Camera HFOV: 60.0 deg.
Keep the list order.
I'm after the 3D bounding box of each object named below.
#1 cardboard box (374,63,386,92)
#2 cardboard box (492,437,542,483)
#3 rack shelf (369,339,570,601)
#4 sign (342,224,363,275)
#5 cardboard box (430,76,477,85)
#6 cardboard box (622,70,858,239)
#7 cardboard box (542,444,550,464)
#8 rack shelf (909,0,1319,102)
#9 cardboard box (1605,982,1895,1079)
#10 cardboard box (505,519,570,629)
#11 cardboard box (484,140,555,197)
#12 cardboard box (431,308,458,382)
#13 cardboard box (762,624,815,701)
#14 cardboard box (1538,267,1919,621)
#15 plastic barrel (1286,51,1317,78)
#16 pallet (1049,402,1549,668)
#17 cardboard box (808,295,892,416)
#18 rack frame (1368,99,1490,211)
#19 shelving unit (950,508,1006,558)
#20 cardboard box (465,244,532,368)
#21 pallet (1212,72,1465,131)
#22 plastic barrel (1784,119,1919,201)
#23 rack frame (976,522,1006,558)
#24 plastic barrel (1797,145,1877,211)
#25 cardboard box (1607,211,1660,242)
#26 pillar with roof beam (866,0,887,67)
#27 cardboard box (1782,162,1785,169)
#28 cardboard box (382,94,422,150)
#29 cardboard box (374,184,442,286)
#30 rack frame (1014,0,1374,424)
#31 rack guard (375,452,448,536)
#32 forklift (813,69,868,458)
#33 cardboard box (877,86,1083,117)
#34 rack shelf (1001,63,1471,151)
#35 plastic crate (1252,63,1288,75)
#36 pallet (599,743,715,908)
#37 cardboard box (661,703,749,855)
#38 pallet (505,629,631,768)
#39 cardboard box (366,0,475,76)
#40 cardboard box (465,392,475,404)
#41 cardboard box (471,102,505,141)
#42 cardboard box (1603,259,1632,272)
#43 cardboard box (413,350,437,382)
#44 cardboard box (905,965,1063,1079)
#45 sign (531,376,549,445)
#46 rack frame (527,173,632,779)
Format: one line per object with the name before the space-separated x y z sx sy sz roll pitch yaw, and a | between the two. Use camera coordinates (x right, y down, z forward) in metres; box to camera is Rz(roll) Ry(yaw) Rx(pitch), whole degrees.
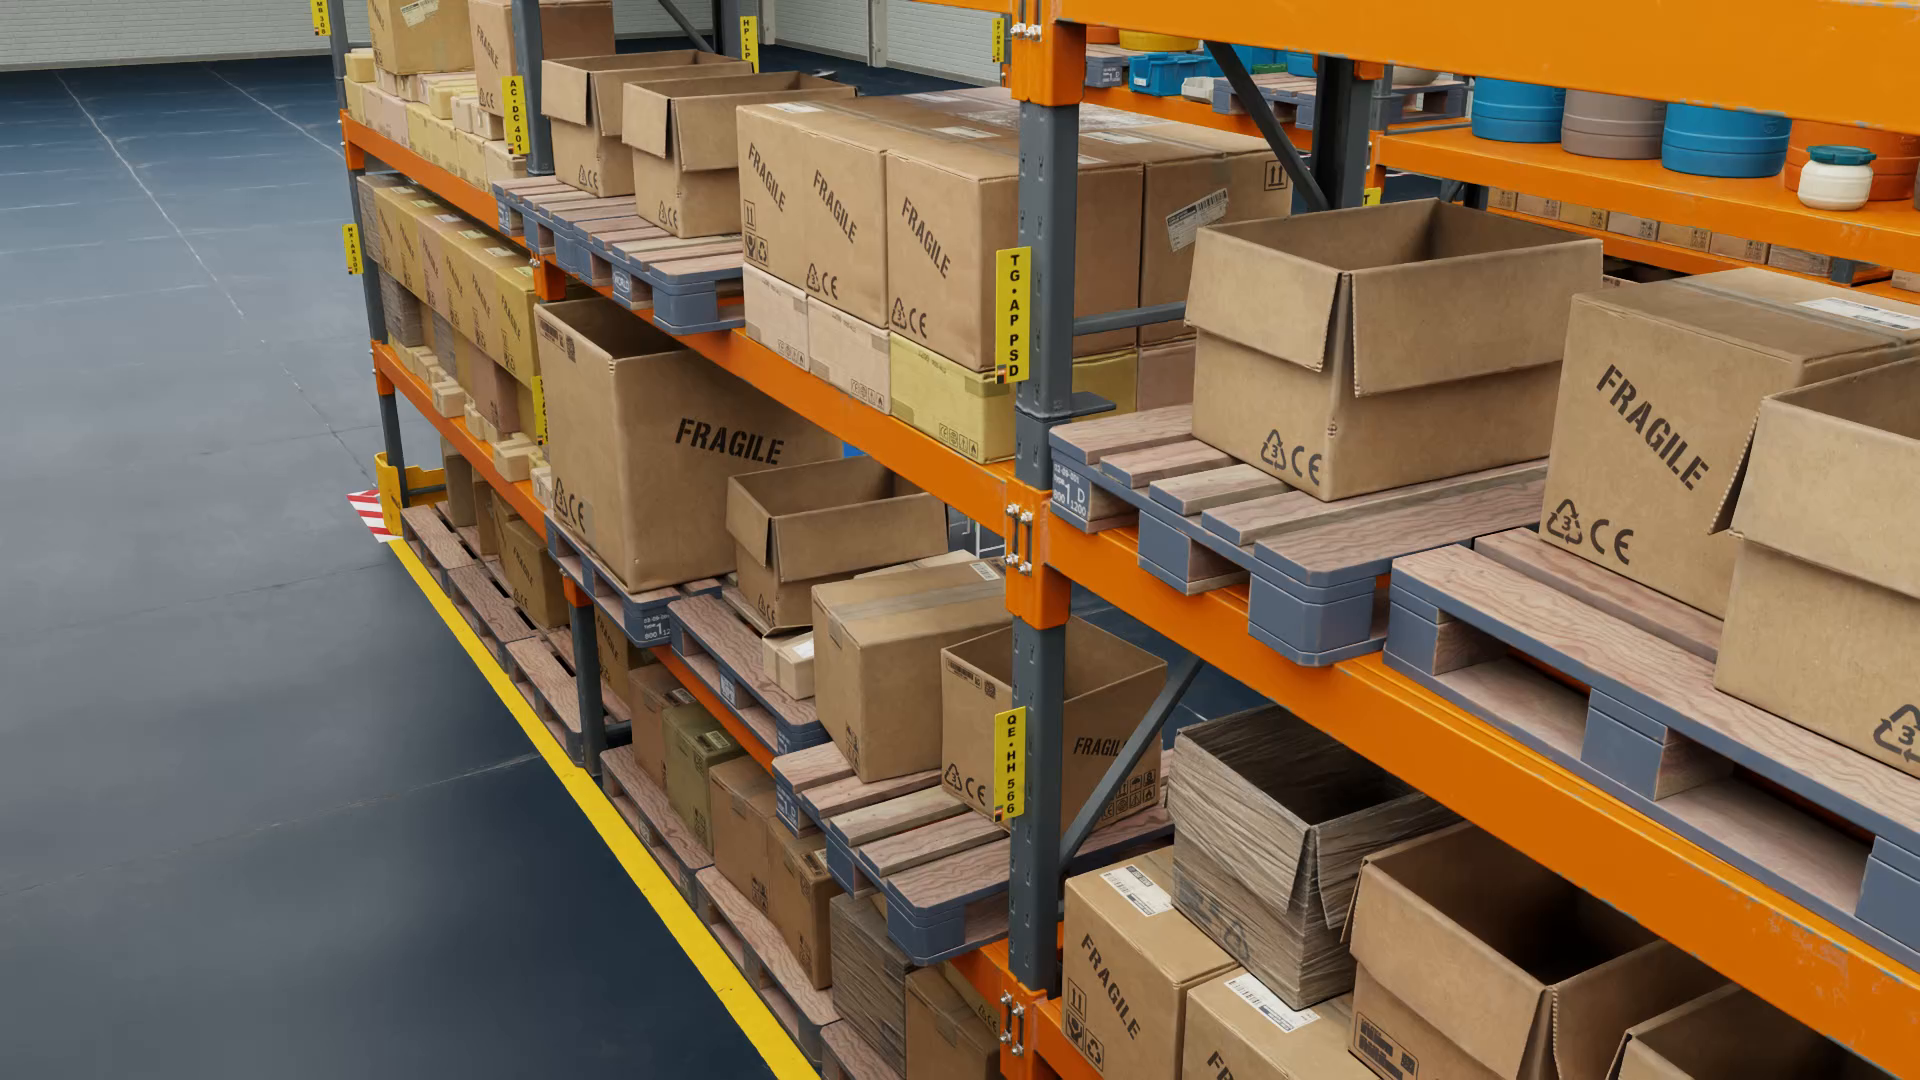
cardboard box | -3.185 -2.708 9.677 0.380 0.149 0.250 -12 25 -26
cardboard box | -2.228 -0.436 8.734 0.380 0.149 0.250 -13 25 -28
rack shelf | -2.468 -0.619 9.806 1.077 0.370 4.000 -13 25 -28
sign | -3.956 -1.896 10.843 0.100 0.325 0.005 -13 25 -28
cardboard box | -2.600 -2.389 8.891 0.380 0.149 0.250 -14 26 -30
cardboard box | -0.809 -1.461 6.243 0.797 0.503 0.637 -11 25 -26
cardboard box | -1.623 -0.646 8.390 0.875 0.500 0.500 -13 25 -28
rack shelf | -0.424 -1.918 5.566 1.077 0.370 4.000 -13 25 -28
cardboard box | 1.635 1.146 3.043 0.797 0.503 0.637 -12 25 -27
cardboard box | -2.300 0.152 9.716 0.500 0.500 0.500 -15 27 -33
cardboard box | -1.903 -1.722 7.780 0.500 0.250 0.500 -12 25 -26
cardboard box | -2.655 -1.291 9.977 0.875 0.500 0.500 -13 25 -28
cardboard box | -0.487 0.370 6.038 0.396 0.266 0.258 -13 26 -30
cardboard box | 1.487 -0.194 3.131 0.500 0.500 0.500 -11 25 -25
plastic barrel | 2.396 -3.416 10.526 0.600 0.901 0.708 -13 25 -28
pallet | 0.972 -0.114 3.875 1.213 0.211 1.003 -11 25 -26
cardboard box | -0.122 -0.595 5.006 0.500 0.250 0.500 -13 25 -28
rack frame | 2.812 -1.257 10.421 1.000 3.000 0.127 -13 25 -28
shelving unit | 0.085 -0.502 10.954 0.258 1.200 0.503 -13 25 -28
cardboard box | -2.169 -1.206 8.440 0.500 0.500 0.500 -13 25 -28
pallet | 2.359 -2.774 10.420 1.213 0.211 1.003 -13 25 -28
plastic barrel | 4.288 -2.070 7.867 0.600 0.830 0.708 -13 25 -28
rack frame | 0.209 -0.423 10.759 0.240 1.200 0.015 -13 25 -28
plastic barrel | 4.005 -1.655 7.599 0.301 0.262 0.301 0 22 0
cardboard box | 6.050 -2.896 14.319 0.700 0.500 0.500 -12 25 -27
pillar with roof beam | -5.574 -14.118 34.094 9.100 9.000 0.400 -13 25 -28
cardboard box | 6.581 -3.162 13.251 0.700 0.500 0.500 -13 25 -28
cardboard box | -2.947 -2.387 9.416 0.500 0.250 0.500 -13 25 -28
cardboard box | -3.193 -1.853 10.031 0.500 0.500 0.500 -13 25 -28
rack frame | 0.597 -1.789 3.762 1.000 3.000 0.127 -13 25 -28
rack guard | -3.451 -0.417 11.673 1.175 0.500 0.348 -13 25 -28
forklift | -1.465 -1.919 12.139 1.130 2.935 3.031 -20 29 -39
cardboard box | 0.059 -1.205 5.513 0.500 0.500 0.500 -13 26 -30
rack shelf | 1.790 -2.961 11.585 1.077 0.370 4.000 -13 25 -28
plastic crate | 2.240 -3.112 11.282 0.336 0.188 0.450 -13 25 -28
pallet | -1.047 1.239 7.983 1.003 0.211 1.213 -13 25 -28
cardboard box | -0.924 1.011 7.577 0.700 0.500 0.500 -13 25 -29
pallet | -1.820 0.777 9.120 1.003 0.211 1.213 -13 25 -28
cardboard box | -2.963 -2.872 9.219 0.500 0.500 0.500 -13 25 -28
cardboard box | -2.624 -0.785 9.594 0.380 0.149 0.250 -13 25 -28
cardboard box | -2.121 -2.028 8.003 0.380 0.149 0.250 -14 26 -31
cardboard box | 5.635 -2.235 14.923 0.500 0.500 0.500 -13 25 -28
cardboard box | -3.177 -1.100 10.367 0.380 0.149 0.250 -13 25 -28
cardboard box | 0.238 1.731 5.804 0.700 0.500 0.500 -14 26 -31
sign | -1.909 -0.599 7.651 0.100 0.325 0.005 -13 25 -28
rack frame | -1.446 -0.305 8.077 1.000 3.000 0.127 -13 25 -28
